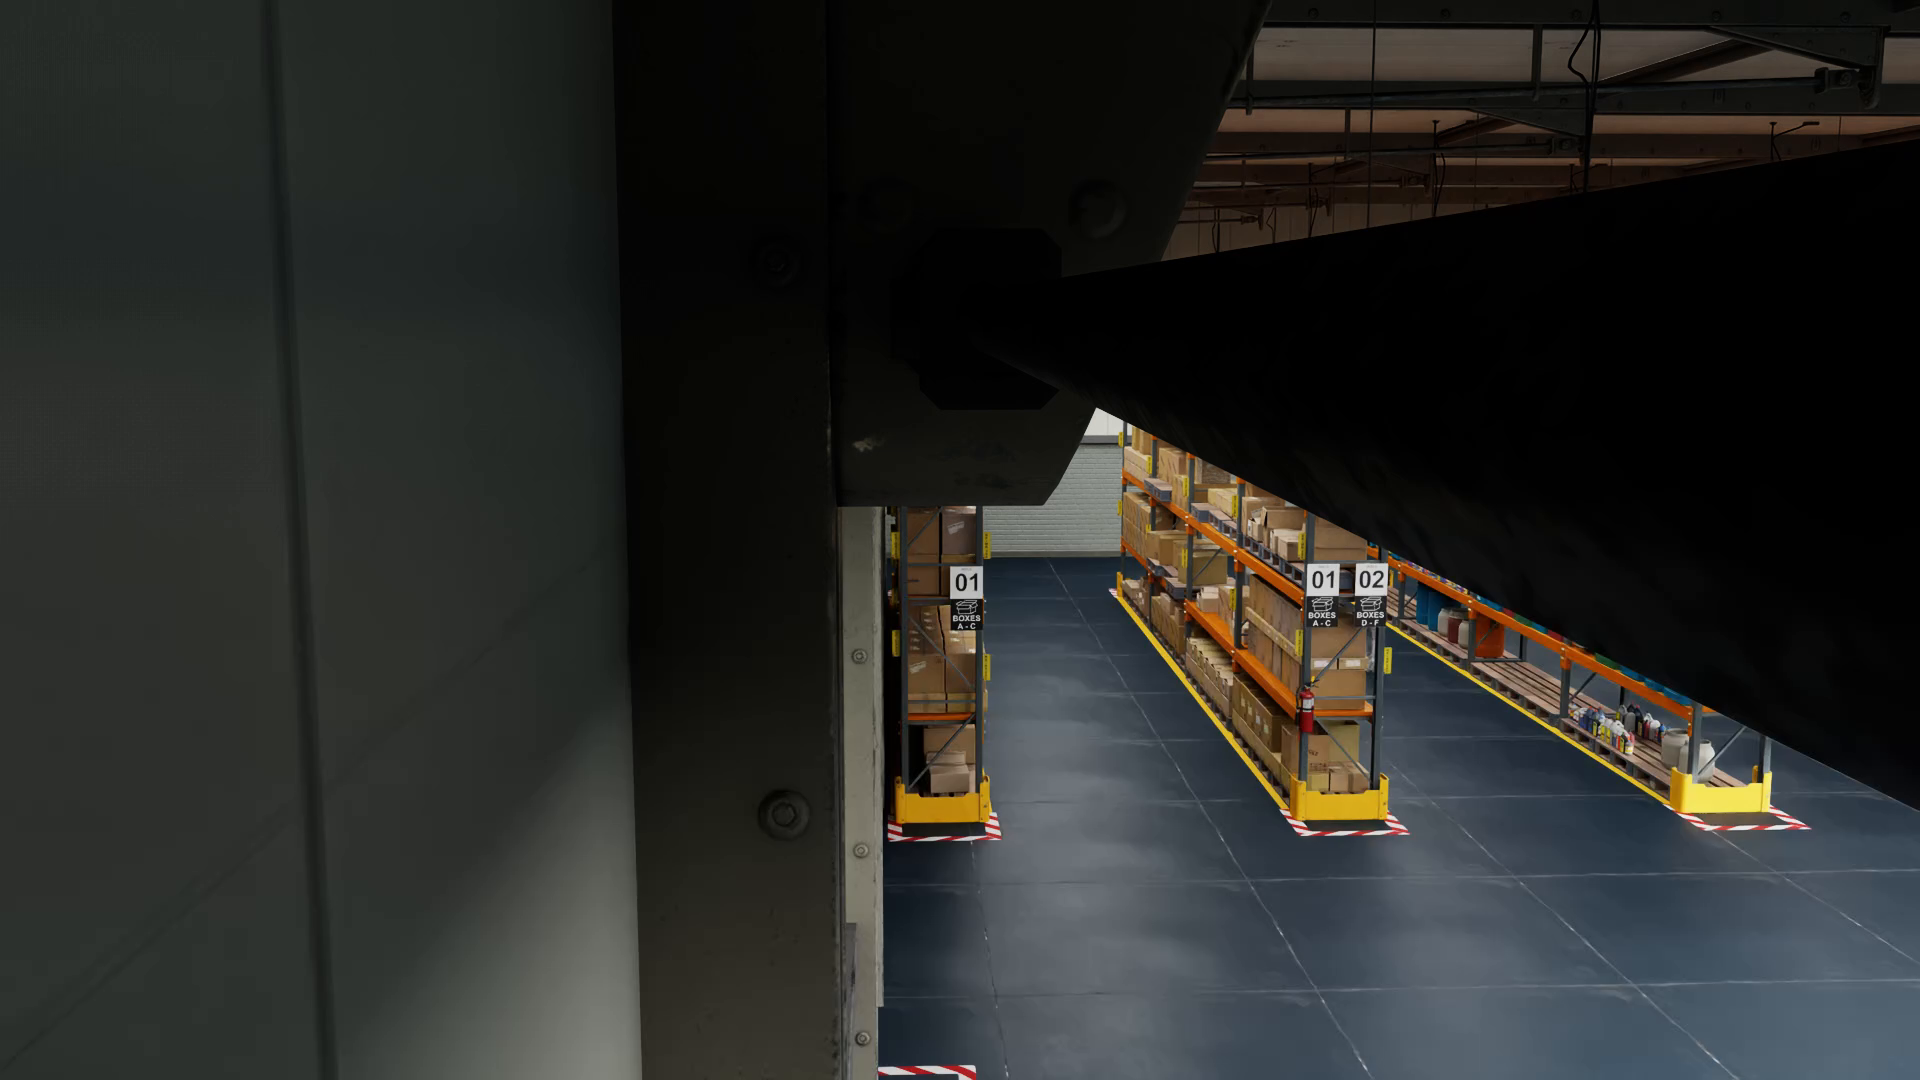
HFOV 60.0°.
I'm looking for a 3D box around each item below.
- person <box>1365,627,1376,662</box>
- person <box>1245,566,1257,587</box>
[{"bbox_3d":[7.157,1.458,29.154,0.460,1.595,0.458,0,8,-2],"label":"person"},{"bbox_3d":[5.986,0.739,34.079,0.512,1.612,1.082,-1,8,-6],"label":"person"}]
